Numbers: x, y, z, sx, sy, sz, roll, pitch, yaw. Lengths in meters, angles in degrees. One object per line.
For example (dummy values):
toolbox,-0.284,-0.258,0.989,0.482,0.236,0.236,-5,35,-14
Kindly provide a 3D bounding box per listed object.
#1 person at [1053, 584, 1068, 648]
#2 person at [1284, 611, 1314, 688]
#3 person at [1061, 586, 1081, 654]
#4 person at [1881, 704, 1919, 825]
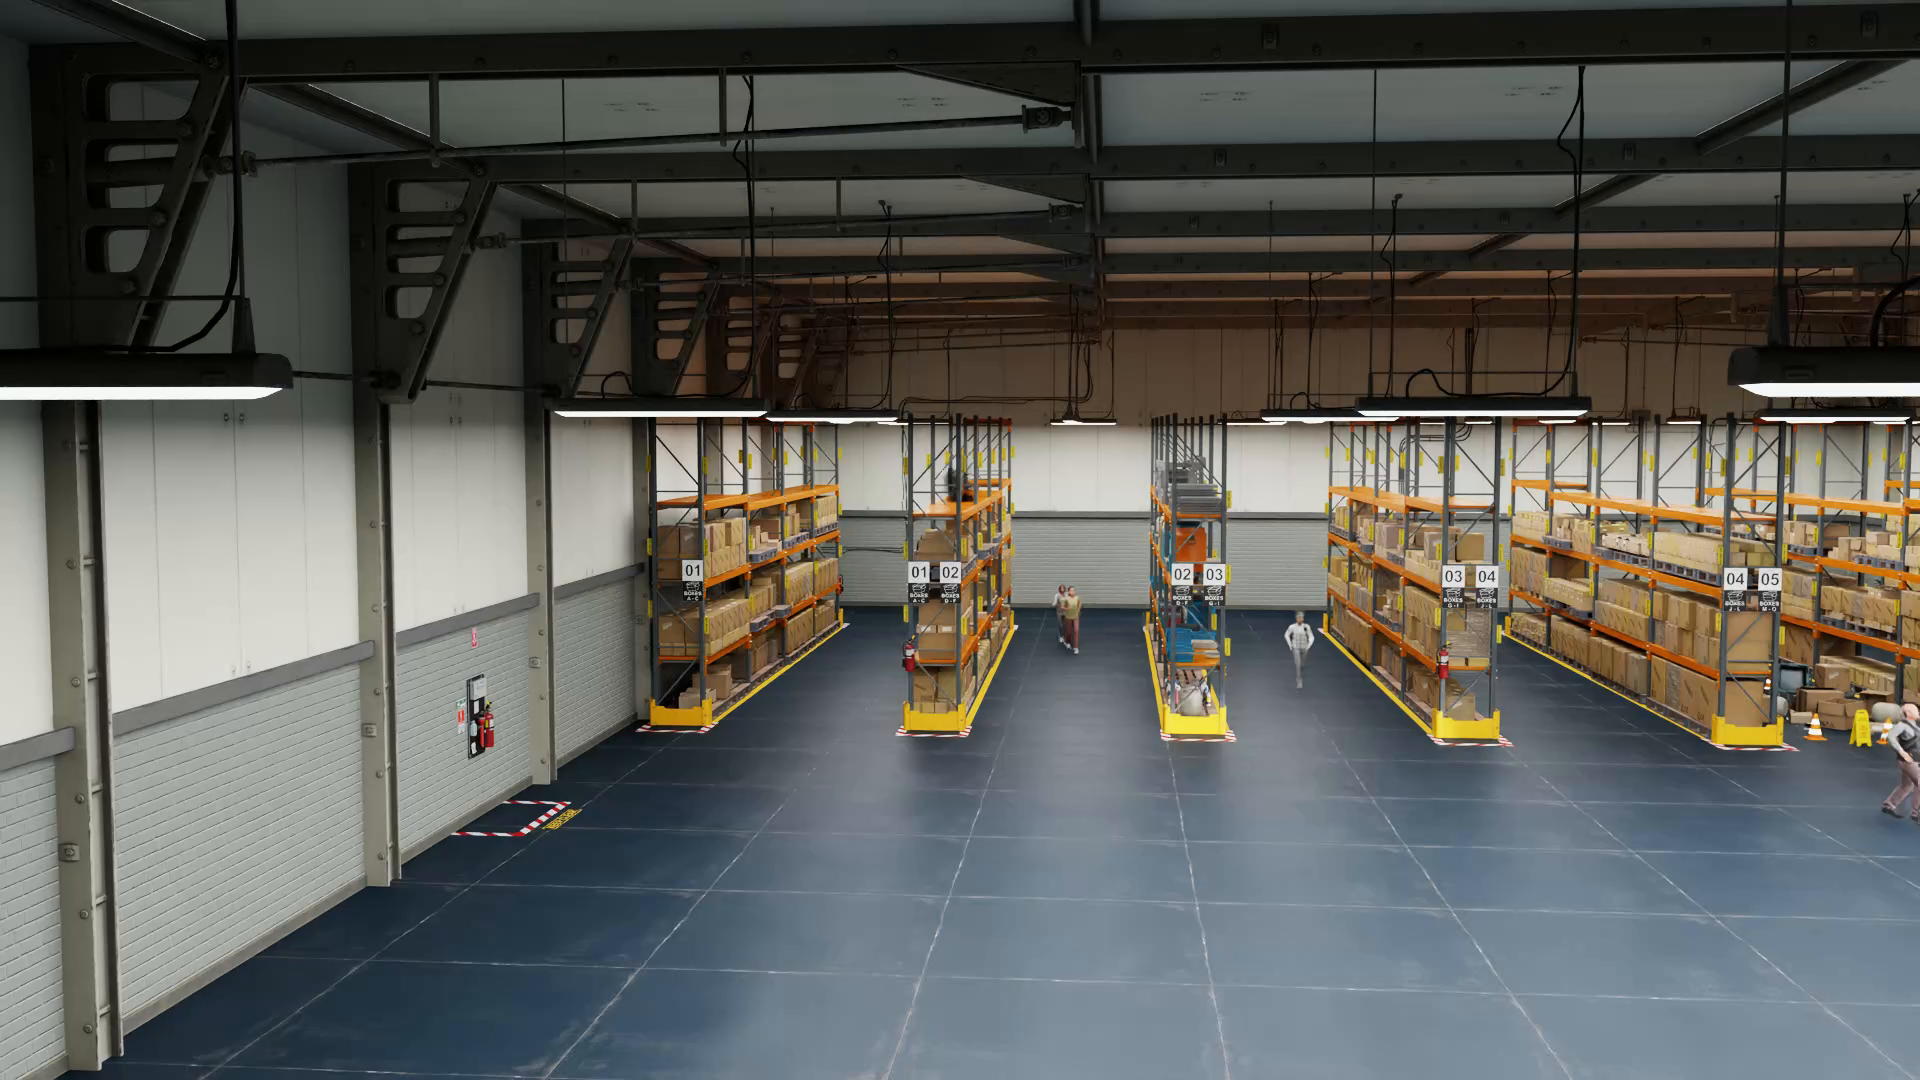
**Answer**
person,2.693,1.979,43.747,0.522,1.645,0.751,0,4,0
person,7.543,2.412,36.972,0.637,1.681,0.765,0,4,1
person,2.849,2.011,42.415,0.574,1.675,0.950,-1,4,-9
person,13.721,3.248,24.005,0.731,1.780,0.639,3,5,40
